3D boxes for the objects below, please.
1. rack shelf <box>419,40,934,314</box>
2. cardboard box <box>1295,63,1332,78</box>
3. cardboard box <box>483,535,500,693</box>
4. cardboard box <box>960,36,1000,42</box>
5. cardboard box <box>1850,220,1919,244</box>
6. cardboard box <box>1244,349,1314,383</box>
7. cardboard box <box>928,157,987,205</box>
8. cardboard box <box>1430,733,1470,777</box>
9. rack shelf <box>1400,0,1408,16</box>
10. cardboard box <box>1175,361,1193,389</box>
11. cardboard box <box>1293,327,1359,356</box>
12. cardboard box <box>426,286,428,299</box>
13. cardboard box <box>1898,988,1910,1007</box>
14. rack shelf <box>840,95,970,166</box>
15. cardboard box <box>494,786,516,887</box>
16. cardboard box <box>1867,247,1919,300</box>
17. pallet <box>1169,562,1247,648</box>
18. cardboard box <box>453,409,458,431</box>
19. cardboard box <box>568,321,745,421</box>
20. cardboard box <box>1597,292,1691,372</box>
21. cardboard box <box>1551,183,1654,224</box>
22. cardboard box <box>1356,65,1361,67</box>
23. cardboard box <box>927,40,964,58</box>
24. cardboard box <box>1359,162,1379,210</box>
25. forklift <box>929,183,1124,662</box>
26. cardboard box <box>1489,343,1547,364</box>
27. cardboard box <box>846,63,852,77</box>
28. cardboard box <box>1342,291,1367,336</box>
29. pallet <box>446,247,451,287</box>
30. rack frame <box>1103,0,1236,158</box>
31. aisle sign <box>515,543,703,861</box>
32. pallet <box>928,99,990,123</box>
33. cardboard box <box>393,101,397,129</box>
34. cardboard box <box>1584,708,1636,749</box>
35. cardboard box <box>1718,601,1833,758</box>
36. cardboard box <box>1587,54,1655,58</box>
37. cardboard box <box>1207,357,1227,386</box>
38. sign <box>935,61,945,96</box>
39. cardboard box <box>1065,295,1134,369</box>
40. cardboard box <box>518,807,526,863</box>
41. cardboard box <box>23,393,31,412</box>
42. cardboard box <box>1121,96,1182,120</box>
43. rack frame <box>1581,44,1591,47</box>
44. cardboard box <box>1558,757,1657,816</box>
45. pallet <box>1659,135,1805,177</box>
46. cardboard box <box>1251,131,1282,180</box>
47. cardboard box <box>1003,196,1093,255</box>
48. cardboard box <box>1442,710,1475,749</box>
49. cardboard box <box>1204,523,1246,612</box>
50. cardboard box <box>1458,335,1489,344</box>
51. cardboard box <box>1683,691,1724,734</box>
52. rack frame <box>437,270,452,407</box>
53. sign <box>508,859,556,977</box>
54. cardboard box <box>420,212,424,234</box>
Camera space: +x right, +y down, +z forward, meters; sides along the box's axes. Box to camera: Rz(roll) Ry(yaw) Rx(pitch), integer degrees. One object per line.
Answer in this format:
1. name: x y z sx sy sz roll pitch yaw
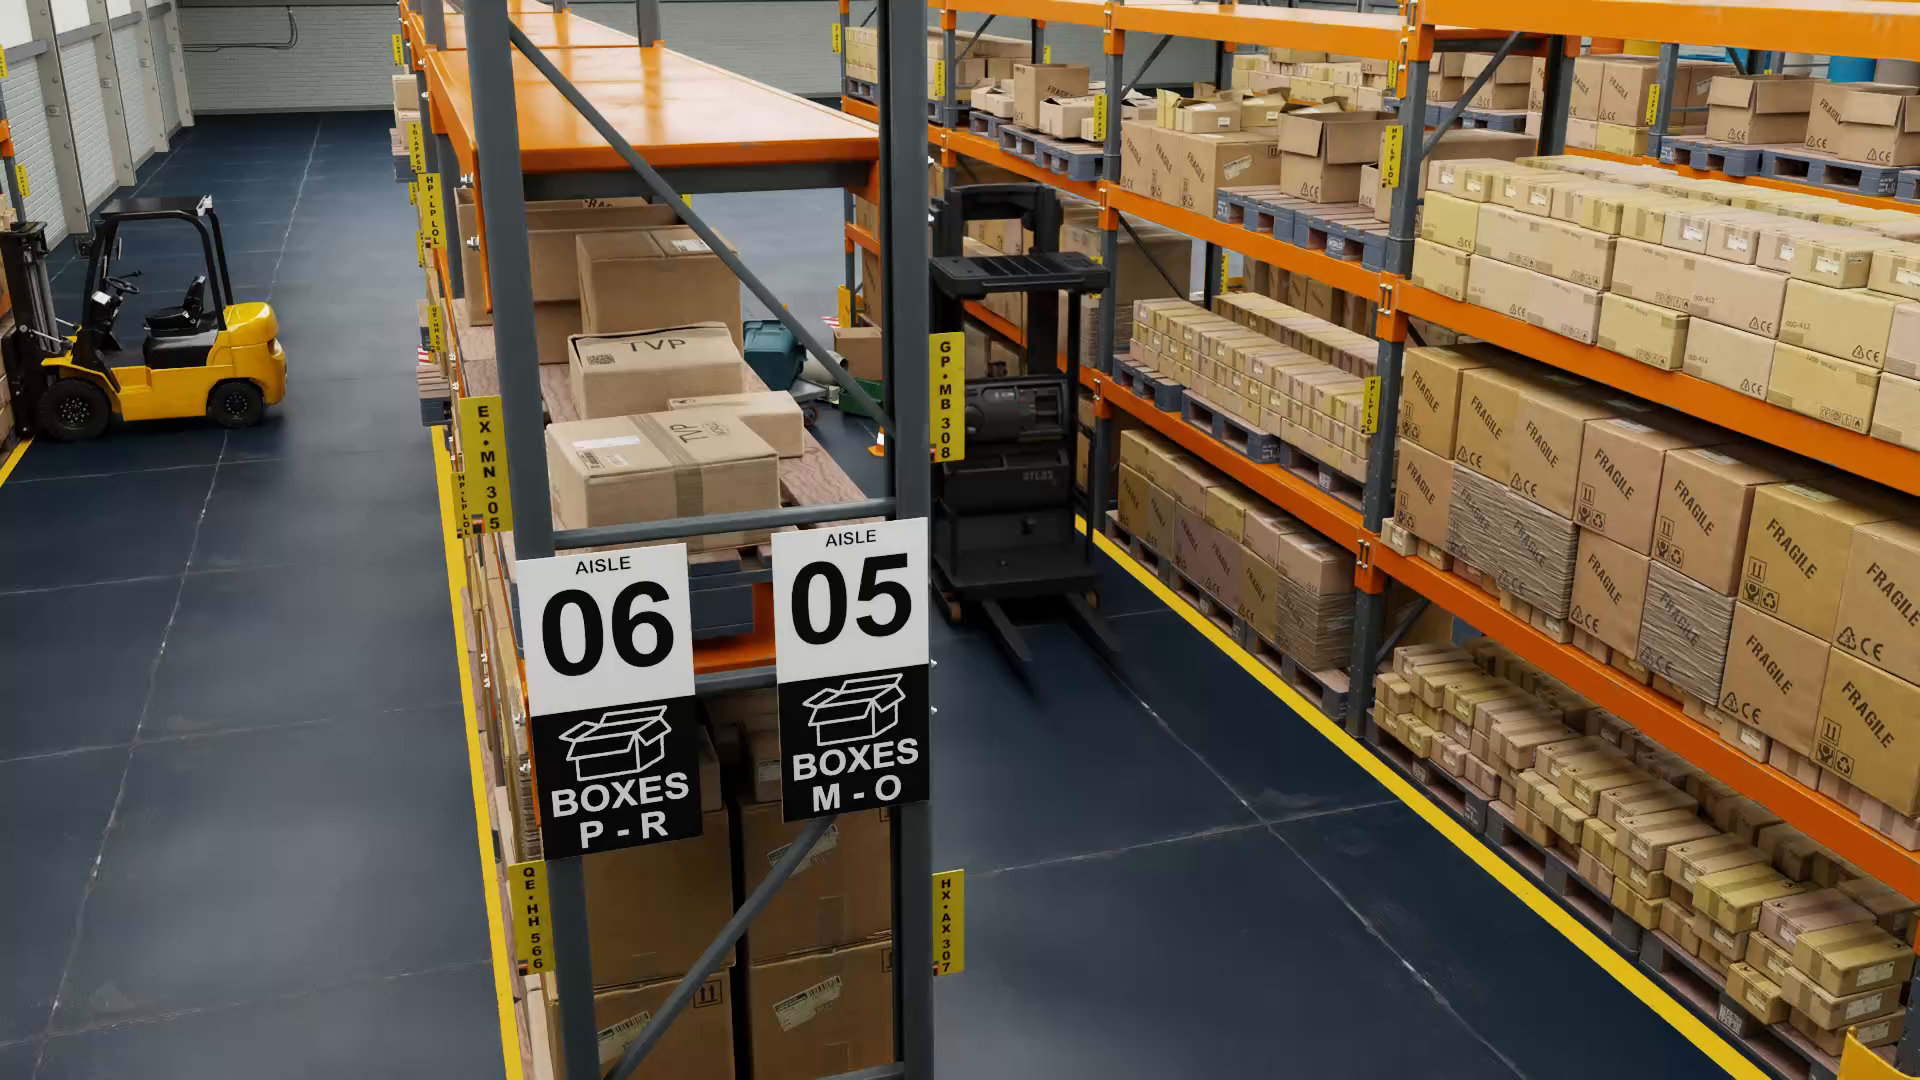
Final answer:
1. rack shelf: -1.195 -1.372 5.579 1.077 0.370 4.000 -6 21 -17
2. cardboard box: 4.179 -5.541 19.599 0.380 0.149 0.250 -7 21 -18
3. cardboard box: -1.600 0.272 6.594 0.500 0.500 0.500 -6 21 -16
4. cardboard box: 0.216 -5.236 17.542 0.380 0.149 0.250 -6 21 -17
5. cardboard box: 3.880 -1.212 6.809 0.380 0.149 0.250 -6 21 -16
6. cardboard box: 2.124 -1.161 11.082 0.380 0.149 0.250 -7 21 -20
7. cardboard box: -0.037 -3.708 17.482 0.875 0.550 0.550 -6 21 -17
8. cardboard box: 2.865 1.179 9.292 0.380 0.149 0.250 -6 21 -17
9. rack shelf: 5.699 -4.992 15.658 1.077 0.370 4.000 -6 21 -17
10. cardboard box: 1.792 -1.214 12.110 0.380 0.149 0.250 -5 20 -15
11. cardboard box: 2.581 -1.395 11.732 0.380 0.149 0.250 -5 20 -15
12. cardboard box: -5.596 -2.529 18.356 0.500 0.500 0.500 -7 21 -19
13. cardboard box: 4.241 1.950 7.146 0.380 0.149 0.250 -6 21 -16
14. rack shelf: -0.299 -4.558 18.295 1.077 0.370 4.000 -6 21 -17
15. cardboard box: -1.728 1.504 7.961 0.875 0.438 0.875 -7 21 -18
16. cardboard box: 3.652 -1.003 6.227 0.380 0.149 0.250 -7 21 -19
17. pallet: 2.211 0.395 12.004 1.003 0.211 1.213 -6 21 -17
18. cardboard box: -2.849 -0.649 10.269 0.500 0.250 0.500 -6 21 -17
19. cardboard box: -0.989 -0.533 5.390 0.500 0.311 0.500 -6 21 -16
20. cardboard box: 3.211 -0.943 7.388 0.500 0.250 0.500 -5 20 -15
21. cardboard box: 3.031 -1.586 7.849 0.380 0.149 0.250 -7 21 -19
22. cardboard box: 4.815 -5.417 19.257 0.380 0.149 0.250 -7 21 -18
23. cardboard box: -0.167 -4.921 16.664 0.380 0.149 0.250 -6 21 -17
24. cardboard box: 2.767 -2.147 10.031 0.500 0.311 0.500 -7 21 -18
25. forklift: 0.376 -0.921 11.646 1.130 2.935 3.031 -5 20 -13
26. cardboard box: 3.249 -0.811 9.170 0.500 0.500 0.500 -7 21 -19
27. cardboard box: -1.124 -5.520 19.513 0.380 0.149 0.250 -6 21 -17
28. cardboard box: 4.795 -2.674 19.500 0.500 0.500 0.500 0 20 0
29. pallet: -2.158 -1.328 8.521 0.805 0.209 1.217 -7 21 -19
30. rack frame: 1.587 -4.382 12.305 1.000 3.000 0.127 -6 21 -17
31. aisle sign: -0.838 0.399 4.022 0.394 0.787 0.004 -6 21 -17
32. pallet: 0.082 -4.476 17.135 1.003 0.211 1.213 -6 21 -17
33. cardboard box: -4.535 -3.593 14.145 0.500 0.250 0.500 -7 21 -19
34. cardboard box: 3.586 1.001 8.909 0.380 0.149 0.250 -7 21 -20
35. cardboard box: 3.559 0.539 6.892 0.500 0.500 0.500 -7 21 -18
36. cardboard box: 6.103 -4.250 15.485 0.500 0.500 0.500 -7 21 -19
37. cardboard box: 1.954 -1.189 11.599 0.380 0.149 0.250 -7 21 -18
38. sign: -0.197 -4.475 16.120 0.100 0.325 0.005 -6 21 -17
39. cardboard box: 1.190 -1.722 13.626 0.500 0.500 0.500 -6 21 -17
40. cardboard box: -1.283 1.066 5.863 0.500 0.500 0.500 -6 21 -16
41. cardboard box: -9.378 -1.339 16.154 0.500 0.250 0.500 -6 21 -15
42. cardboard box: 1.568 -3.429 13.451 0.500 0.311 0.500 -6 21 -17
43. rack frame: 8.515 -7.970 22.295 1.000 3.000 0.127 -6 21 -17
44. cardboard box: 3.223 1.225 8.283 0.380 0.149 0.250 -6 21 -17
45. pallet: 6.580 -3.175 13.662 1.213 0.211 1.003 -5 20 -15
46. cardboard box: 2.330 -2.542 11.470 0.500 0.500 0.500 -6 21 -17
47. cardboard box: 0.813 -2.874 15.355 0.700 0.500 0.500 -6 21 -17
48. cardboard box: 2.930 1.025 9.281 0.380 0.149 0.250 -7 21 -18
49. cardboard box: 2.054 0.163 11.602 0.500 0.500 0.500 -7 21 -18
50. cardboard box: 5.551 -1.834 17.132 0.700 0.500 0.500 -8 21 -22
51. cardboard box: 3.438 0.722 7.340 0.380 0.149 0.250 -7 21 -20
52. rack frame: -3.080 -1.001 11.765 1.000 3.000 0.127 -6 21 -17
53. sign: -1.085 0.963 4.234 0.100 0.325 0.005 -6 21 -17
54. cardboard box: -4.526 -2.786 14.566 0.380 0.149 0.250 -6 21 -17
